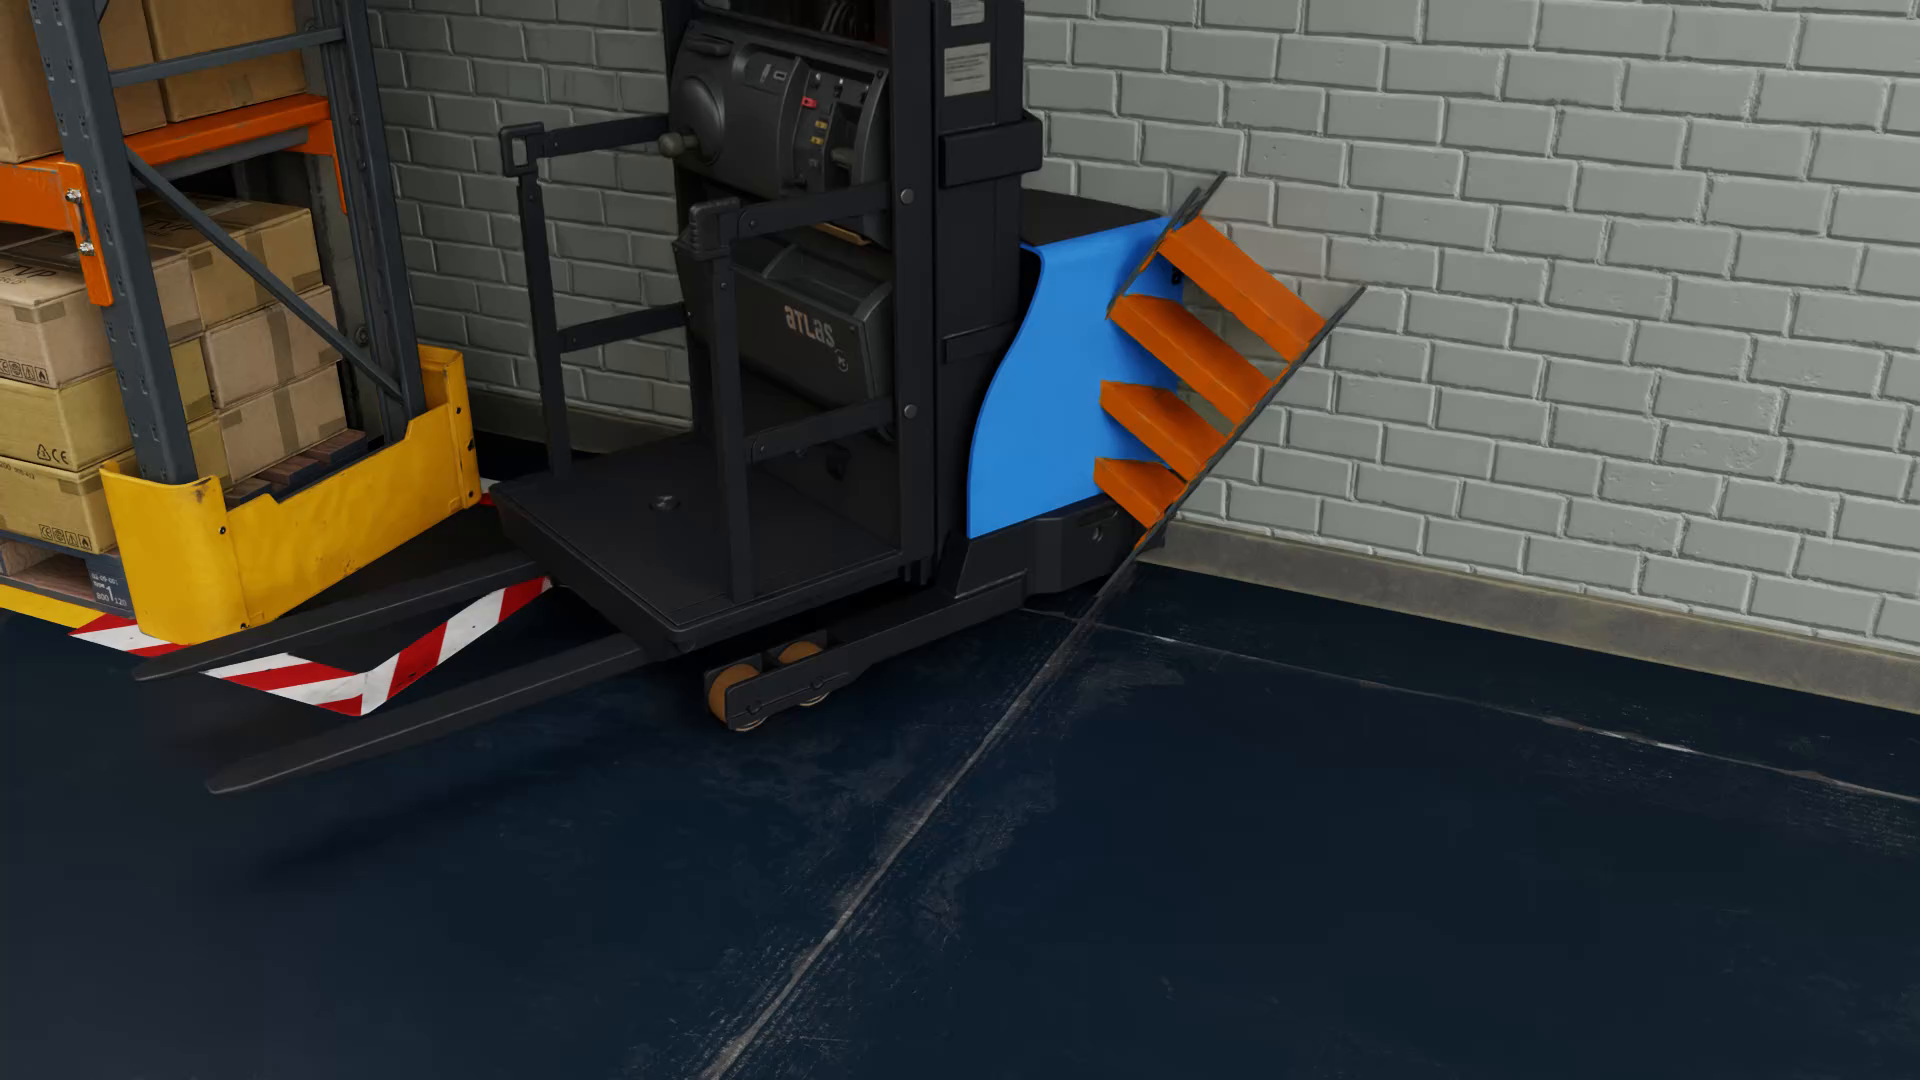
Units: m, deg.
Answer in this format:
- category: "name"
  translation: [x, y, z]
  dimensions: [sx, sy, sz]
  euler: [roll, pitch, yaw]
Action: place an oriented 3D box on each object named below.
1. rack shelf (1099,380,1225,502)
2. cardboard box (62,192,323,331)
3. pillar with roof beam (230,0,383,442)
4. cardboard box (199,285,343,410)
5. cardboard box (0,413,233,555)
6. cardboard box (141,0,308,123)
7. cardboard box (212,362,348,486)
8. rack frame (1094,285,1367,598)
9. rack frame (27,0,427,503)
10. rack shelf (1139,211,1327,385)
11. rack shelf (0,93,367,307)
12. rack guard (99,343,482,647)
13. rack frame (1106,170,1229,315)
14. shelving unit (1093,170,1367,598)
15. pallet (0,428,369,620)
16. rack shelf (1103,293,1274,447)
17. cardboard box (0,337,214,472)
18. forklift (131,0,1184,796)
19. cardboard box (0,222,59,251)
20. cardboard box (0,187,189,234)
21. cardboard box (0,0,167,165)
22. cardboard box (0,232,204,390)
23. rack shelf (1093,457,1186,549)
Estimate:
- category: "rack shelf"
  translation: [0.519, -0.356, 4.768]
  dimensions: [0.480, 0.148, 0.258]
  euler: [41, 34, 6]
- category: "cardboard box"
  translation: [-2.348, -0.865, 5.117]
  dimensions: [0.500, 0.250, 0.500]
  euler: [11, 28, 21]
- category: "pillar with roof beam"
  translation: [-4.032, -2.748, 0.644]
  dimensions: [0.400, 9.000, 9.100]
  euler: [11, 28, 22]
- category: "cardboard box"
  translation: [-2.331, -0.646, 5.238]
  dimensions: [0.500, 0.250, 0.500]
  euler: [12, 29, 23]
- category: "cardboard box"
  translation: [-2.548, -0.211, 4.921]
  dimensions: [0.500, 0.250, 0.500]
  euler: [12, 28, 22]
- category: "cardboard box"
  translation: [-2.325, -1.545, 4.879]
  dimensions: [0.500, 0.500, 0.500]
  euler: [12, 29, 23]
- category: "cardboard box"
  translation: [-2.355, -0.421, 5.347]
  dimensions: [0.500, 0.250, 0.500]
  euler: [11, 28, 22]
- category: "rack frame"
  translation: [0.735, -0.240, 4.705]
  dimensions: [0.015, 1.200, 0.240]
  euler: [41, 34, 6]
- category: "rack frame"
  translation: [-1.989, -1.298, 4.490]
  dimensions: [0.127, 3.000, 1.000]
  euler: [11, 28, 22]
- category: "rack shelf"
  translation: [0.751, -0.662, 4.515]
  dimensions: [0.480, 0.148, 0.258]
  euler: [41, 34, 6]
- category: "rack shelf"
  translation: [-3.810, -1.341, 5.392]
  dimensions: [4.000, 0.370, 1.077]
  euler: [11, 28, 22]
- category: "rack guard"
  translation: [-1.967, -0.172, 5.033]
  dimensions: [0.348, 0.500, 1.175]
  euler: [11, 28, 22]
- category: "rack frame"
  translation: [0.371, -0.561, 4.758]
  dimensions: [0.015, 1.200, 0.240]
  euler: [41, 34, 6]
- category: "shelving unit"
  translation: [0.553, -0.401, 4.731]
  dimensions: [0.503, 1.200, 0.258]
  euler: [41, 34, 6]
- category: "pallet"
  translation: [-2.702, -0.170, 5.356]
  dimensions: [1.213, 0.211, 1.003]
  euler: [11, 28, 22]
- category: "rack shelf"
  translation: [0.632, -0.505, 4.645]
  dimensions: [0.480, 0.148, 0.258]
  euler: [41, 34, 6]
- category: "cardboard box"
  translation: [-2.561, -0.440, 4.820]
  dimensions: [0.500, 0.250, 0.500]
  euler: [11, 28, 21]
- category: "forklift"
  translation: [-0.645, -1.090, 4.146]
  dimensions: [3.031, 2.935, 1.130]
  euler: [-19, 32, -34]
- category: "cardboard box"
  translation: [-3.005, -0.751, 4.885]
  dimensions: [0.500, 0.250, 0.500]
  euler: [12, 29, 23]
- category: "cardboard box"
  translation: [-2.805, -0.955, 5.299]
  dimensions: [0.500, 0.250, 0.500]
  euler: [11, 28, 22]
- category: "cardboard box"
  translation: [-2.546, -1.327, 4.436]
  dimensions: [0.500, 0.500, 0.500]
  euler: [11, 28, 21]
- category: "cardboard box"
  translation: [-2.537, -0.660, 4.700]
  dimensions: [0.500, 0.250, 0.500]
  euler: [12, 29, 24]
- category: "rack shelf"
  translation: [0.418, -0.224, 4.878]
  dimensions: [0.480, 0.148, 0.258]
  euler: [41, 34, 6]
